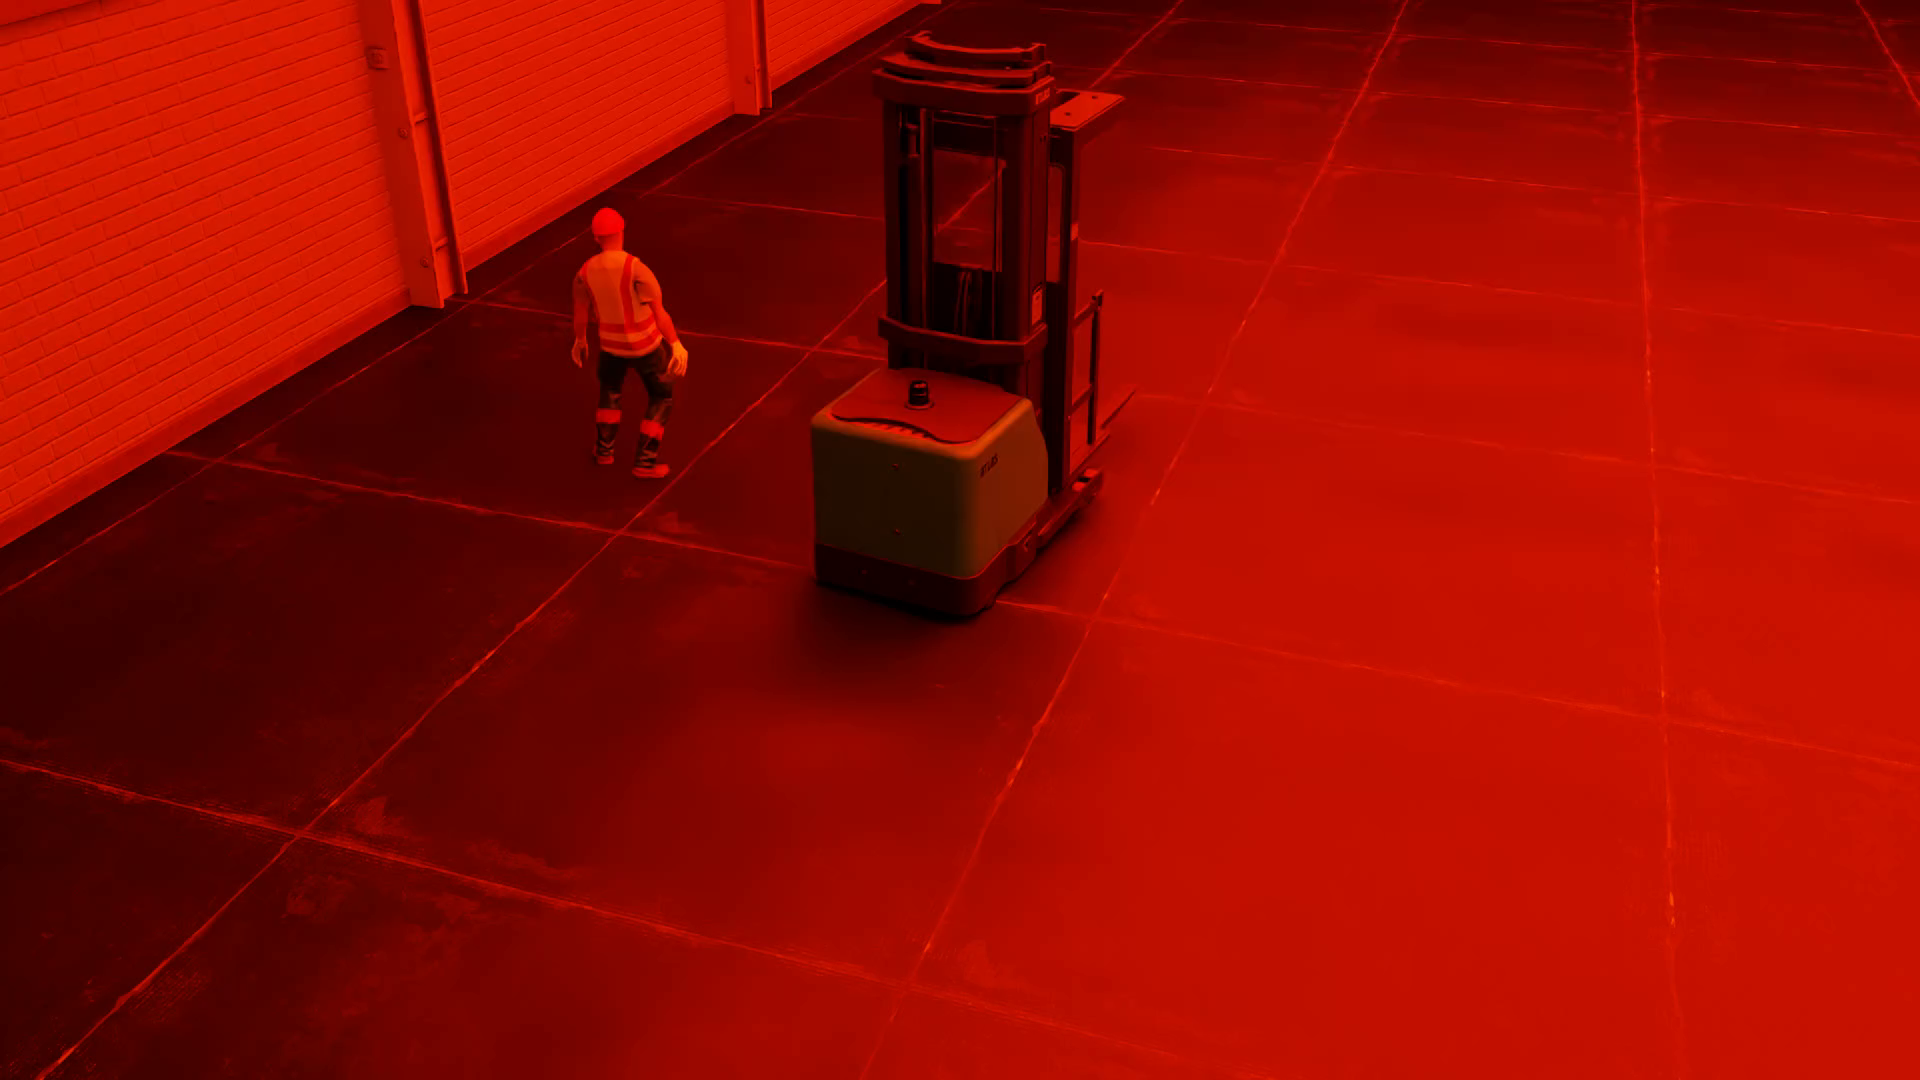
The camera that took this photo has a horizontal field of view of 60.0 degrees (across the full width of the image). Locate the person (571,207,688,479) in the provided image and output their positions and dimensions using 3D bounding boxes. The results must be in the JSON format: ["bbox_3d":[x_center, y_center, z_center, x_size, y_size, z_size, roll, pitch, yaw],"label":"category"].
[{"bbox_3d":[-2.093,-1.220,10.535,0.886,1.721,0.500,12,32,20],"label":"person"}]

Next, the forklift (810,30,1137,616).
[{"bbox_3d":[0.263,-1.560,9.873,1.130,2.935,3.031,14,32,23],"label":"forklift"}]
